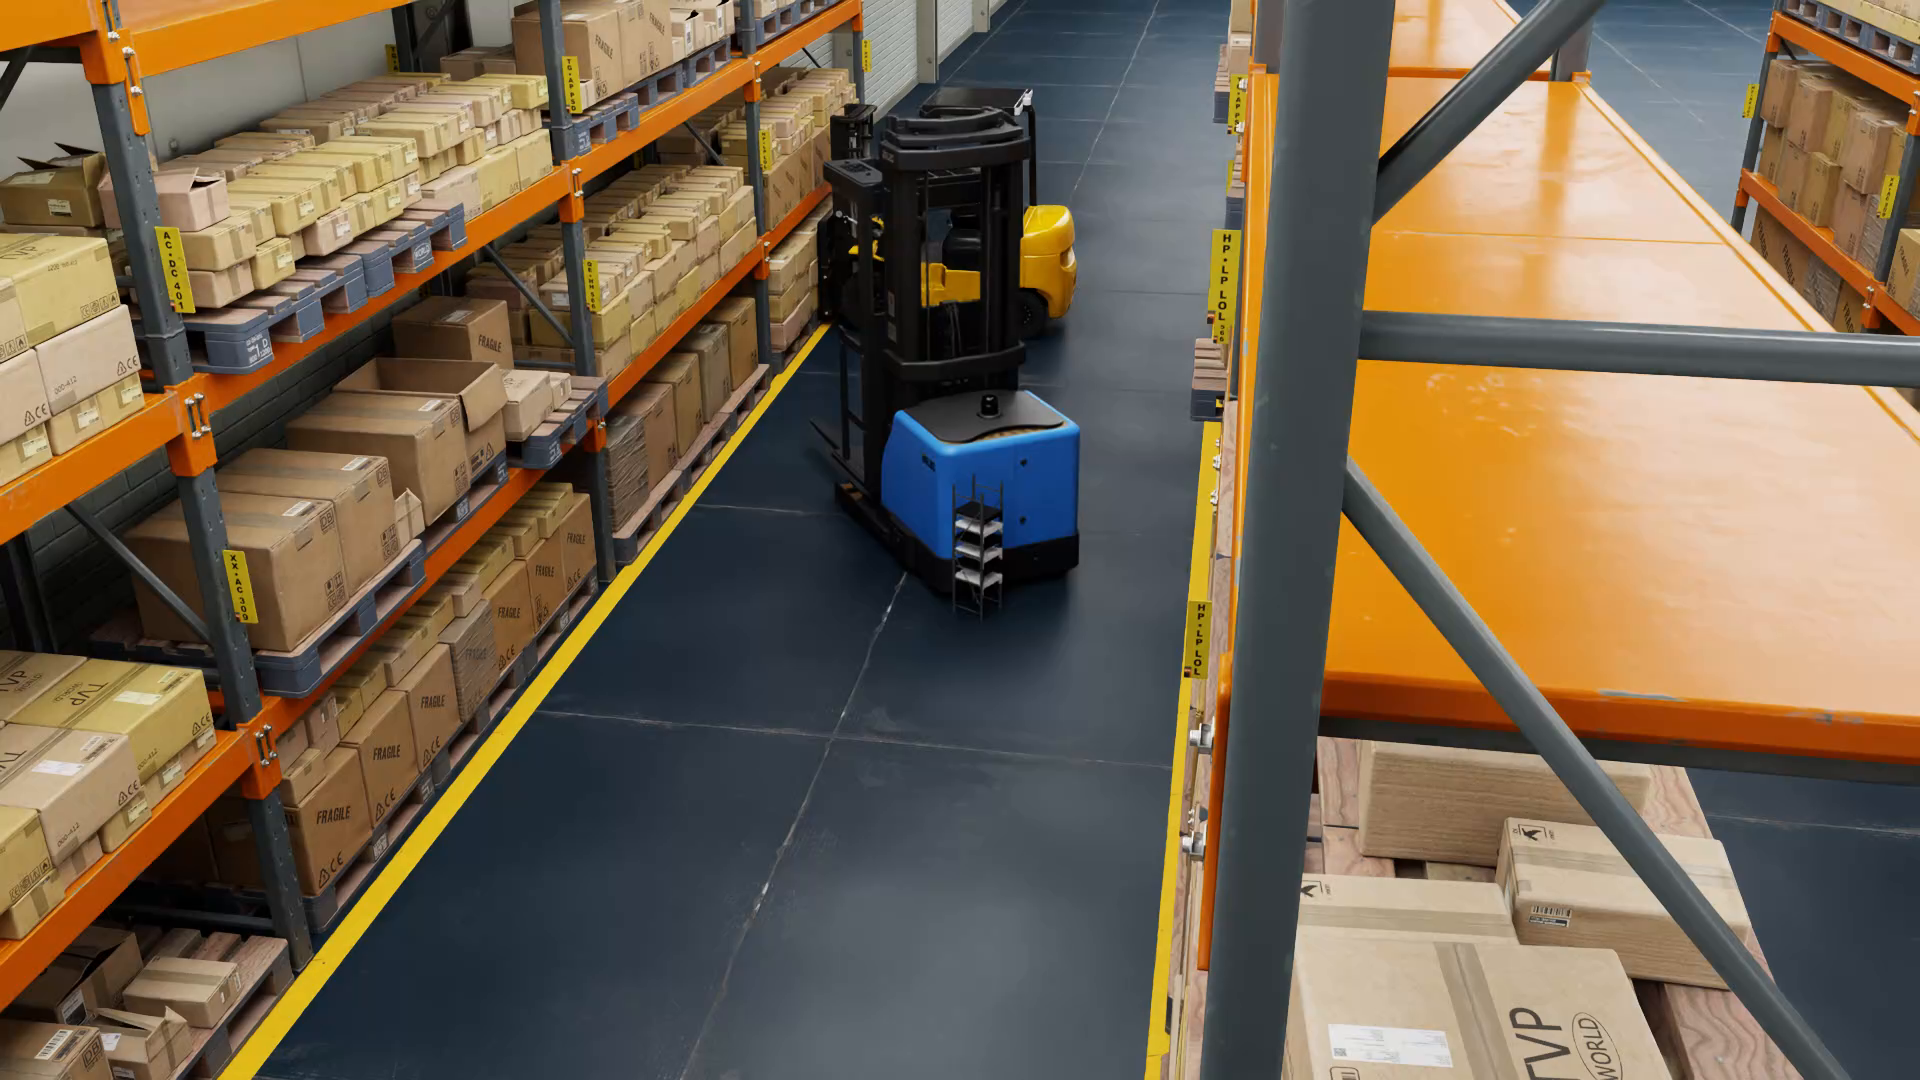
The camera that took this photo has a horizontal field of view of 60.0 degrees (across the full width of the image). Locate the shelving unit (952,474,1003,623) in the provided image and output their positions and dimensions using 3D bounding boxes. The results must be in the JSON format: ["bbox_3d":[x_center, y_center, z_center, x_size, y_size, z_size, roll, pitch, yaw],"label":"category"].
[{"bbox_3d":[0.111,0.057,10.566,0.258,0.900,0.210,18,31,34],"label":"shelving unit"}]

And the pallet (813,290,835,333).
[{"bbox_3d":[-1.798,-2.375,16.574,1.003,0.211,1.213,4,25,9],"label":"pallet"}]

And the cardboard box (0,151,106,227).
[{"bbox_3d":[-3.492,-1.386,6.477,0.396,0.266,0.258,4,25,8],"label":"cardboard box"}]

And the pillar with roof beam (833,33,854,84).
[{"bbox_3d":[2.712,-9.169,20.723,9.100,9.000,0.400,4,25,9],"label":"pillar with roof beam"}]

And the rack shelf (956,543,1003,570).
[{"bbox_3d":[0.111,0.087,10.580,0.258,0.077,0.200,18,31,34],"label":"rack shelf"}]

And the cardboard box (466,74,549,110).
[{"bbox_3d":[-2.585,-2.565,9.509,0.380,0.149,0.250,5,26,10],"label":"cardboard box"}]

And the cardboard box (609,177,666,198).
[{"bbox_3d":[-2.573,-2.790,13.289,0.380,0.149,0.250,4,25,8],"label":"cardboard box"}]

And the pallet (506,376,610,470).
[{"bbox_3d":[-2.862,-0.748,10.036,1.213,0.211,1.003,4,25,9],"label":"pallet"}]

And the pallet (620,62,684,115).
[{"bbox_3d":[-2.618,-3.154,11.635,1.003,0.211,1.213,5,26,11],"label":"pallet"}]

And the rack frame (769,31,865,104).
[{"bbox_3d":[-1.513,-4.469,17.760,1.000,3.000,0.127,4,25,9],"label":"rack frame"}]

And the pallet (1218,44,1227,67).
[{"bbox_3d":[2.525,-3.476,12.322,1.213,0.211,1.003,4,25,9],"label":"pallet"}]

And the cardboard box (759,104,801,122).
[{"bbox_3d":[-1.690,-3.927,15.367,0.380,0.149,0.250,4,25,8],"label":"cardboard box"}]

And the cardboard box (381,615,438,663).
[{"bbox_3d":[-3.001,0.516,8.798,0.380,0.149,0.250,5,26,10],"label":"cardboard box"}]

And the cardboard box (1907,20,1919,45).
[{"bbox_3d":[7.375,-3.808,12.492,0.380,0.149,0.250,4,25,8],"label":"cardboard box"}]

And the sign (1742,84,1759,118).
[{"bbox_3d":[7.738,-4.295,16.273,0.100,0.325,0.005,4,25,9],"label":"sign"}]

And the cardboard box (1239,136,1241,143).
[{"bbox_3d":[2.795,-3.485,15.187,0.500,0.500,0.500,4,25,7],"label":"cardboard box"}]

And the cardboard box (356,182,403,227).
[{"bbox_3d":[-2.818,-1.561,7.691,0.380,0.149,0.250,5,25,10],"label":"cardboard box"}]

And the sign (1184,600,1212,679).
[{"bbox_3d":[0.886,0.370,6.149,0.100,0.325,0.005,4,25,9],"label":"sign"}]

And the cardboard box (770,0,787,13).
[{"bbox_3d":[-1.790,-4.681,14.165,0.500,0.311,0.500,5,25,10],"label":"cardboard box"}]

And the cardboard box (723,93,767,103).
[{"bbox_3d":[-2.060,-4.172,15.891,0.380,0.149,0.250,4,25,9],"label":"cardboard box"}]

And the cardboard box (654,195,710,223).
[{"bbox_3d":[-2.137,-2.545,12.765,0.380,0.149,0.250,3,25,7],"label":"cardboard box"}]

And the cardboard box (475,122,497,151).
[{"bbox_3d":[-2.771,-2.214,9.111,0.380,0.149,0.250,5,25,10],"label":"cardboard box"}]

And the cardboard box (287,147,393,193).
[{"bbox_3d":[-2.850,-1.703,7.645,0.380,0.149,0.250,4,25,9],"label":"cardboard box"}]

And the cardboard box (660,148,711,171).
[{"bbox_3d":[-2.368,-3.288,14.352,0.380,0.149,0.250,4,25,8],"label":"cardboard box"}]

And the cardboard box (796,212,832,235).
[{"bbox_3d":[-1.521,-3.016,16.223,0.500,0.250,0.500,4,25,7],"label":"cardboard box"}]

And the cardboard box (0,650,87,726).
[{"bbox_3d":[-3.821,0.671,6.603,0.500,0.250,0.500,4,25,8],"label":"cardboard box"}]

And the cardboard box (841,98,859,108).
[{"bbox_3d":[-1.334,-4.290,17.260,0.500,0.500,0.500,3,25,7],"label":"cardboard box"}]

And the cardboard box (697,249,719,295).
[{"bbox_3d":[-2.179,-2.083,12.839,0.500,0.250,0.500,4,25,9],"label":"cardboard box"}]

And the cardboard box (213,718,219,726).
[{"bbox_3d":[-3.661,0.914,7.948,0.380,0.149,0.250,4,25,9],"label":"cardboard box"}]

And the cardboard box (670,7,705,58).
[{"bbox_3d":[-2.170,-3.709,12.090,0.500,0.311,0.500,3,25,7],"label":"cardboard box"}]

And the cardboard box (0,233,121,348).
[{"bbox_3d":[-3.319,-0.874,5.778,0.500,0.250,0.500,4,25,9],"label":"cardboard box"}]

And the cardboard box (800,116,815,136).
[{"bbox_3d":[-1.583,-3.896,15.651,0.380,0.149,0.250,3,25,7],"label":"cardboard box"}]

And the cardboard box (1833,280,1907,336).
[{"bbox_3d":[7.803,-1.639,13.725,0.875,0.875,0.875,4,25,9],"label":"cardboard box"}]

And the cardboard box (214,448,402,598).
[{"bbox_3d":[-3.090,-0.089,7.789,0.700,0.500,0.500,4,25,9],"label":"cardboard box"}]

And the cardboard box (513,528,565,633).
[{"bbox_3d":[-2.770,0.219,10.197,0.500,0.500,0.500,4,25,8],"label":"cardboard box"}]

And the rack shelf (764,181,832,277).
[{"bbox_3d":[-1.840,-3.307,16.125,1.077,0.370,4.000,4,25,9],"label":"rack shelf"}]

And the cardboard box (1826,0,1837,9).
[{"bbox_3d":[7.706,-4.657,14.306,0.380,0.149,0.250,4,25,8],"label":"cardboard box"}]

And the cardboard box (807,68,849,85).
[{"bbox_3d":[-1.364,-4.778,17.186,0.380,0.149,0.250,4,25,9],"label":"cardboard box"}]

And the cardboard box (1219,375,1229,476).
[{"bbox_3d":[1.498,-0.455,7.887,0.500,0.500,0.500,4,25,9],"label":"cardboard box"}]

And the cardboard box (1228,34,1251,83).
[{"bbox_3d":[2.097,-3.294,11.392,0.500,0.250,0.500,4,25,8],"label":"cardboard box"}]

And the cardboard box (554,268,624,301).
[{"bbox_3d":[-2.435,-1.687,10.933,0.380,0.149,0.250,5,25,10],"label":"cardboard box"}]

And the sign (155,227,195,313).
[{"bbox_3d":[-2.938,-1.009,6.218,0.100,0.325,0.005,4,25,9],"label":"sign"}]

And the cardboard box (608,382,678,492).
[{"bbox_3d":[-2.606,-0.772,12.166,0.875,0.625,0.625,5,26,10],"label":"cardboard box"}]

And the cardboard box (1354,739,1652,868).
[{"bbox_3d":[1.064,0.389,3.335,0.500,0.311,0.500,4,25,9],"label":"cardboard box"}]

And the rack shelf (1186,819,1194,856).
[{"bbox_3d":[1.097,2.054,4.671,1.077,0.370,4.000,4,25,9],"label":"rack shelf"}]

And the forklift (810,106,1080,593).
[{"bbox_3d":[-0.271,-1.578,11.665,1.130,2.935,3.031,-11,27,-22],"label":"forklift"}]

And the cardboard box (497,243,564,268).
[{"bbox_3d":[-2.961,-1.941,11.476,0.380,0.149,0.250,4,25,7],"label":"cardboard box"}]

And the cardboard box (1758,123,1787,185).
[{"bbox_3d":[8.269,-3.736,16.016,0.875,0.550,0.550,4,25,9],"label":"cardboard box"}]

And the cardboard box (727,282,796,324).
[{"bbox_3d":[-1.783,-2.148,14.960,0.500,0.250,0.500,4,25,8],"label":"cardboard box"}]

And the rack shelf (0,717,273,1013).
[{"bbox_3d":[-3.801,1.712,5.403,1.077,0.370,4.000,4,25,9],"label":"rack shelf"}]

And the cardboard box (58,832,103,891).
[{"bbox_3d":[-3.386,1.143,6.066,0.380,0.149,0.250,5,25,10],"label":"cardboard box"}]

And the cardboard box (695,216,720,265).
[{"bbox_3d":[-2.161,-2.303,12.718,0.500,0.250,0.500,5,25,10],"label":"cardboard box"}]

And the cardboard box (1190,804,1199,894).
[{"bbox_3d":[1.002,1.235,5.455,0.500,0.500,0.500,4,25,9],"label":"cardboard box"}]
